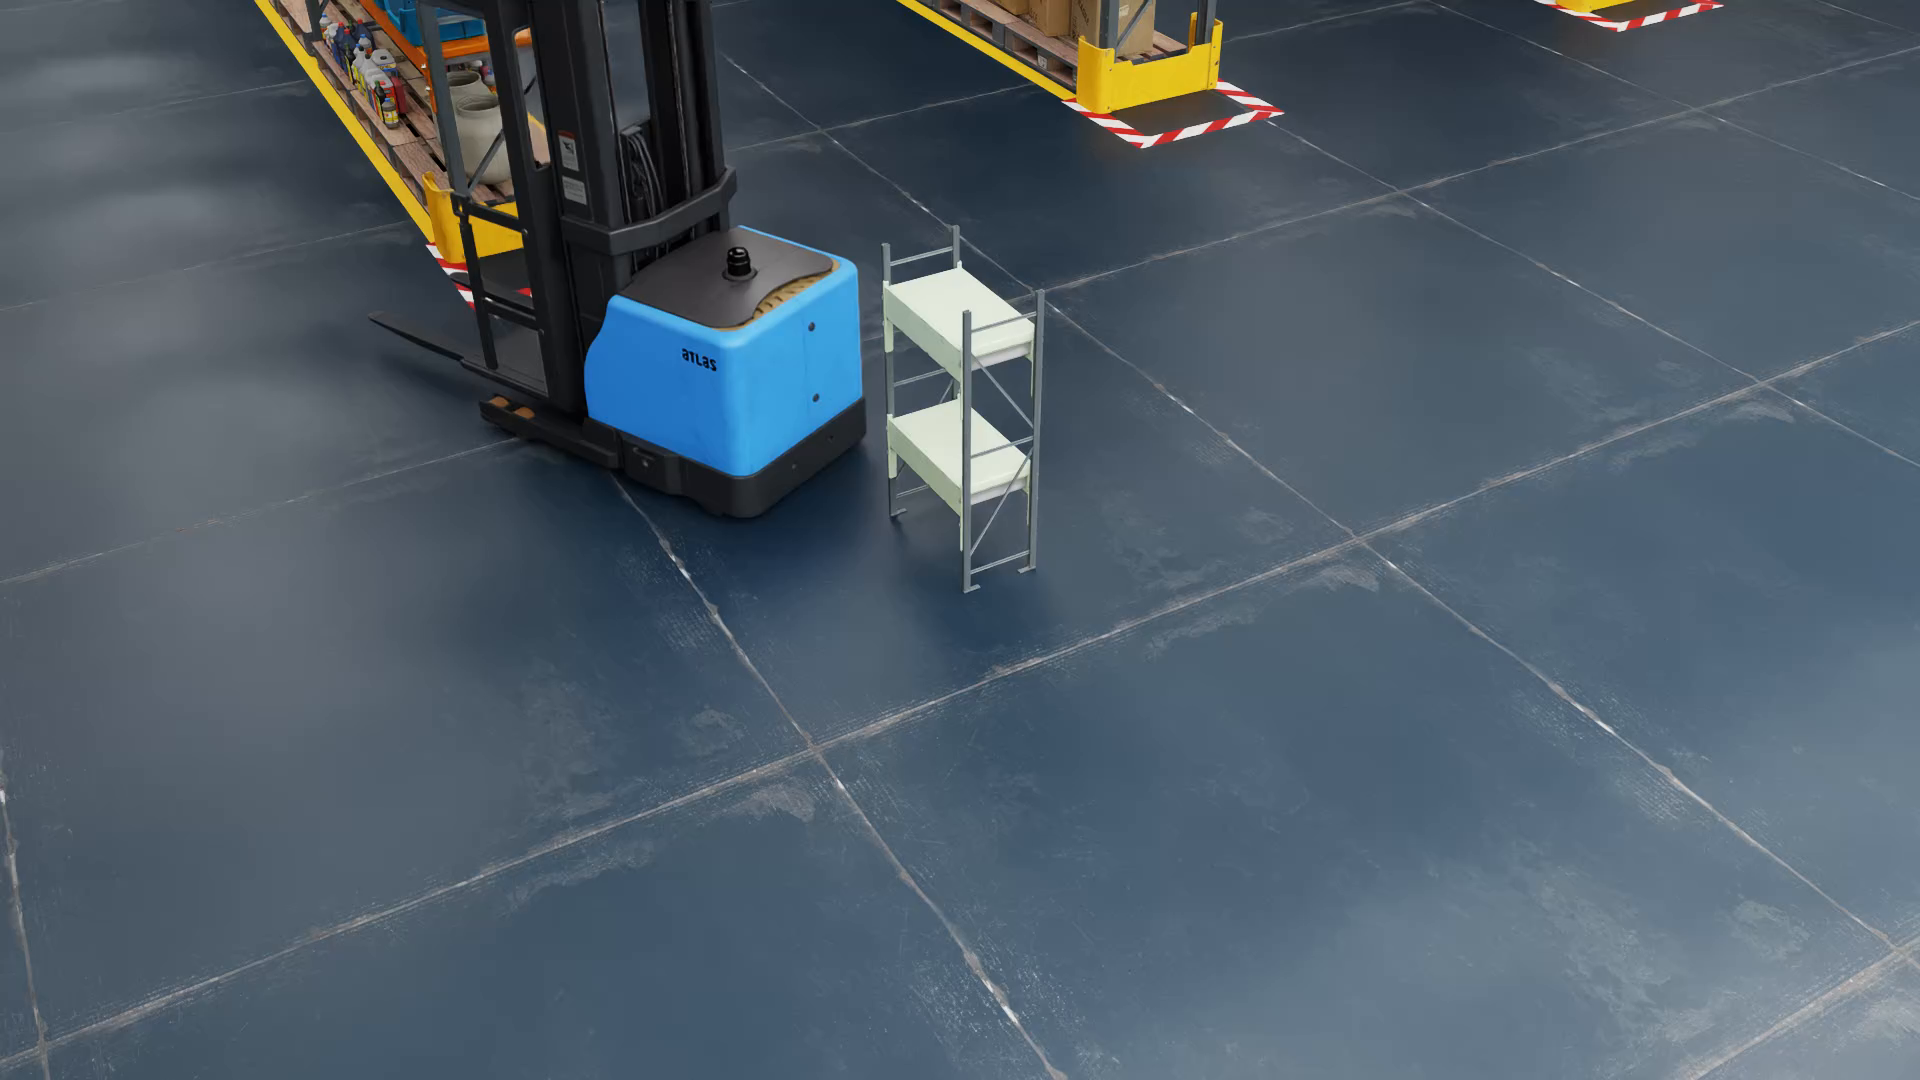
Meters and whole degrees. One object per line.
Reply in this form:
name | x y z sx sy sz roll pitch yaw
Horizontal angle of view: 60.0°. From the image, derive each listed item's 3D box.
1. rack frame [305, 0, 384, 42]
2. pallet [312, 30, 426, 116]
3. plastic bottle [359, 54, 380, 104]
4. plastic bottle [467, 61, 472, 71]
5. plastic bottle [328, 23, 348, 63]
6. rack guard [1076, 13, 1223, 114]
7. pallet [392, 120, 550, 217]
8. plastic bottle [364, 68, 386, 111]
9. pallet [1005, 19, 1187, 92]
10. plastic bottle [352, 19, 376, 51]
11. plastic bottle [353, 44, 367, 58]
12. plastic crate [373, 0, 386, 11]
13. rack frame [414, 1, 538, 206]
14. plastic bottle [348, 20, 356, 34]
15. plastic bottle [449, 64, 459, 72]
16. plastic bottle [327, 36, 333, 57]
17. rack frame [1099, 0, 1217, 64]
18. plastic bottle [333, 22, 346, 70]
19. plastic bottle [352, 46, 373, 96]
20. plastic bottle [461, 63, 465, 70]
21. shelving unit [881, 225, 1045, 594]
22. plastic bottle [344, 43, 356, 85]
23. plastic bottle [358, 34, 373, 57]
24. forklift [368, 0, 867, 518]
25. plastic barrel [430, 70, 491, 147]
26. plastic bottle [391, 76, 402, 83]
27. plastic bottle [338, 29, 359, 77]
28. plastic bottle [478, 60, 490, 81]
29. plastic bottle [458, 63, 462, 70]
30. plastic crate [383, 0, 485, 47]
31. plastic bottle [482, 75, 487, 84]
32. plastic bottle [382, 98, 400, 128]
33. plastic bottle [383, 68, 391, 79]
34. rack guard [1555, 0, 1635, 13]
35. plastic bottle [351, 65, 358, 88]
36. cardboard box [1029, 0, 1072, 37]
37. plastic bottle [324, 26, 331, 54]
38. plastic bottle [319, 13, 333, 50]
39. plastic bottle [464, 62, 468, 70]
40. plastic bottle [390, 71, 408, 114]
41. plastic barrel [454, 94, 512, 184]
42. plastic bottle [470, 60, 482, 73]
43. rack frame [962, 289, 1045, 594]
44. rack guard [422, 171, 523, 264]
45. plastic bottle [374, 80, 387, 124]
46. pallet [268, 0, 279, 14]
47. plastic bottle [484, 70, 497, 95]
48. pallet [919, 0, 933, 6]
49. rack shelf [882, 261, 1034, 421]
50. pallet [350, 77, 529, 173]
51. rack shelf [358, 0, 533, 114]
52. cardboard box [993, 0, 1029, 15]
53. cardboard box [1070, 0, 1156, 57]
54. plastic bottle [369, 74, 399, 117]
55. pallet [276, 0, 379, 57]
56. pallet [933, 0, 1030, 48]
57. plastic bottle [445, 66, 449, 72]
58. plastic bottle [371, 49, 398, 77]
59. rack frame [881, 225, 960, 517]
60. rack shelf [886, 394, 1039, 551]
rack frame | -4.785 -5.246 12.889 1.000 3.000 0.127 -19 40 -24
pallet | -4.484 -3.765 13.226 1.003 0.211 1.213 -19 40 -24
plastic bottle | -4.337 -3.411 12.250 0.144 0.351 0.185 -17 40 -22
plastic bottle | -3.640 -3.524 12.473 0.097 0.271 0.097 0 36 0
plastic bottle | -4.818 -3.874 12.948 0.152 0.276 0.135 -17 40 -22
rack guard | 1.468 -3.703 12.896 1.175 0.500 0.348 -19 40 -24
pallet | -3.258 -2.520 11.522 1.003 0.211 1.213 -19 40 -24
plastic bottle | -4.250 -3.298 12.158 0.152 0.276 0.135 -20 41 -25
pallet | 1.091 -4.011 13.563 1.003 0.211 1.213 -19 40 -24
plastic bottle | -4.614 -3.862 12.867 0.144 0.351 0.185 -19 40 -24
plastic bottle | -4.538 -3.627 12.613 0.097 0.271 0.097 0 36 0
plastic crate | -3.607 -3.645 10.824 0.499 0.251 0.408 -19 40 -24
rack frame | -2.776 -3.206 10.096 1.000 3.000 0.127 -19 40 -24
plastic bottle | -4.727 -3.909 12.989 0.061 0.283 0.133 -19 40 -24
plastic bottle | -3.876 -3.734 12.755 0.152 0.276 0.135 -18 40 -23
plastic bottle | -4.902 -3.897 13.042 0.097 0.201 0.097 0 36 0
rack frame | 1.507 -4.674 12.106 1.000 3.000 0.127 -19 40 -24
plastic bottle | -4.739 -3.819 12.809 0.144 0.351 0.185 -18 40 -23
plastic bottle | -4.430 -3.506 12.380 0.144 0.351 0.185 -19 40 -24
plastic bottle | -3.742 -3.628 12.614 0.097 0.271 0.097 0 36 0
shelving unit | 0.003 -0.602 7.803 0.431 1.500 0.755 -19 40 -24
plastic bottle | -4.597 -3.599 12.564 0.061 0.283 0.133 -17 39 -22
plastic bottle | -4.561 -3.749 12.780 0.097 0.271 0.097 0 36 0
forklift | -2.005 -1.968 8.459 3.031 2.935 1.130 22 41 27
plastic barrel | -3.424 -2.939 11.485 0.421 0.512 0.421 0 36 0
plastic bottle | -4.152 -3.314 12.244 0.097 0.201 0.097 0 36 0
plastic bottle | -4.644 -3.723 12.677 0.144 0.351 0.185 -21 41 -26
plastic bottle | -3.515 -3.424 12.325 0.061 0.283 0.133 -18 40 -23
plastic bottle | -3.793 -3.652 12.706 0.097 0.201 0.097 0 36 0
plastic crate | -3.286 -3.312 10.368 0.499 0.251 0.616 -19 40 -24
plastic bottle | -3.469 -3.323 12.256 0.097 0.201 0.097 0 36 0
plastic bottle | -4.078 -3.060 11.896 0.097 0.201 0.097 0 36 0
plastic bottle | -4.254 -3.409 12.374 0.097 0.201 0.097 0 36 0
rack guard | 5.858 -5.070 14.768 1.175 0.500 0.348 -19 40 -24
plastic bottle | -4.522 -3.511 12.514 0.097 0.201 0.097 0 36 0
cardboard box | 0.877 -4.452 13.565 0.500 0.500 0.500 -9 37 -12
plastic bottle | -4.953 -3.949 13.113 0.097 0.201 0.097 0 36 0
plastic bottle | -5.004 -4.029 13.164 0.097 0.271 0.097 0 36 0
plastic bottle | -3.690 -3.547 12.562 0.097 0.201 0.097 0 36 0
plastic bottle | -4.089 -3.262 12.103 0.061 0.283 0.133 -19 40 -24
plastic barrel | -3.173 -2.684 11.135 0.421 0.512 0.421 0 36 0
plastic bottle | -3.589 -3.473 12.403 0.097 0.271 0.097 0 36 0
rack frame | 0.187 -0.416 7.547 0.400 1.500 0.023 -19 40 -24
rack guard | -2.855 -2.221 10.867 1.175 0.500 0.348 -19 40 -24
plastic bottle | -4.152 -3.147 11.946 0.061 0.283 0.133 -18 40 -23
pallet | -5.831 -5.131 15.097 1.003 0.211 1.213 -19 40 -24
plastic bottle | -3.417 -3.299 12.163 0.097 0.271 0.097 0 36 0
pallet | -0.135 -5.255 15.266 1.003 0.211 1.213 -19 40 -24
rack shelf | 0.003 -0.917 7.573 0.431 0.370 0.720 -19 40 -24
pallet | -3.867 -3.142 12.373 1.003 0.211 1.213 -19 40 -24
rack shelf | -3.781 -3.935 11.705 1.077 0.370 4.000 -19 40 -24
cardboard box | 0.579 -4.777 14.010 0.500 0.500 0.500 -15 39 -20
cardboard box | 1.207 -4.157 13.162 0.500 0.500 0.500 -12 38 -16
plastic bottle | -4.181 -3.227 12.061 0.152 0.276 0.135 -19 40 -24
pallet | -5.214 -4.509 14.244 1.003 0.211 1.213 -19 40 -24
pallet | 0.482 -4.632 14.414 1.003 0.211 1.213 -19 40 -24
plastic bottle | -3.968 -3.705 12.710 0.061 0.283 0.133 -19 40 -24
plastic bottle | -4.315 -3.533 12.480 0.152 0.276 0.135 -19 40 -24
rack frame | -0.181 -0.789 8.059 0.400 1.500 0.023 -19 40 -24
rack shelf | 0.003 -0.339 7.995 0.431 0.370 0.720 -19 40 -24
